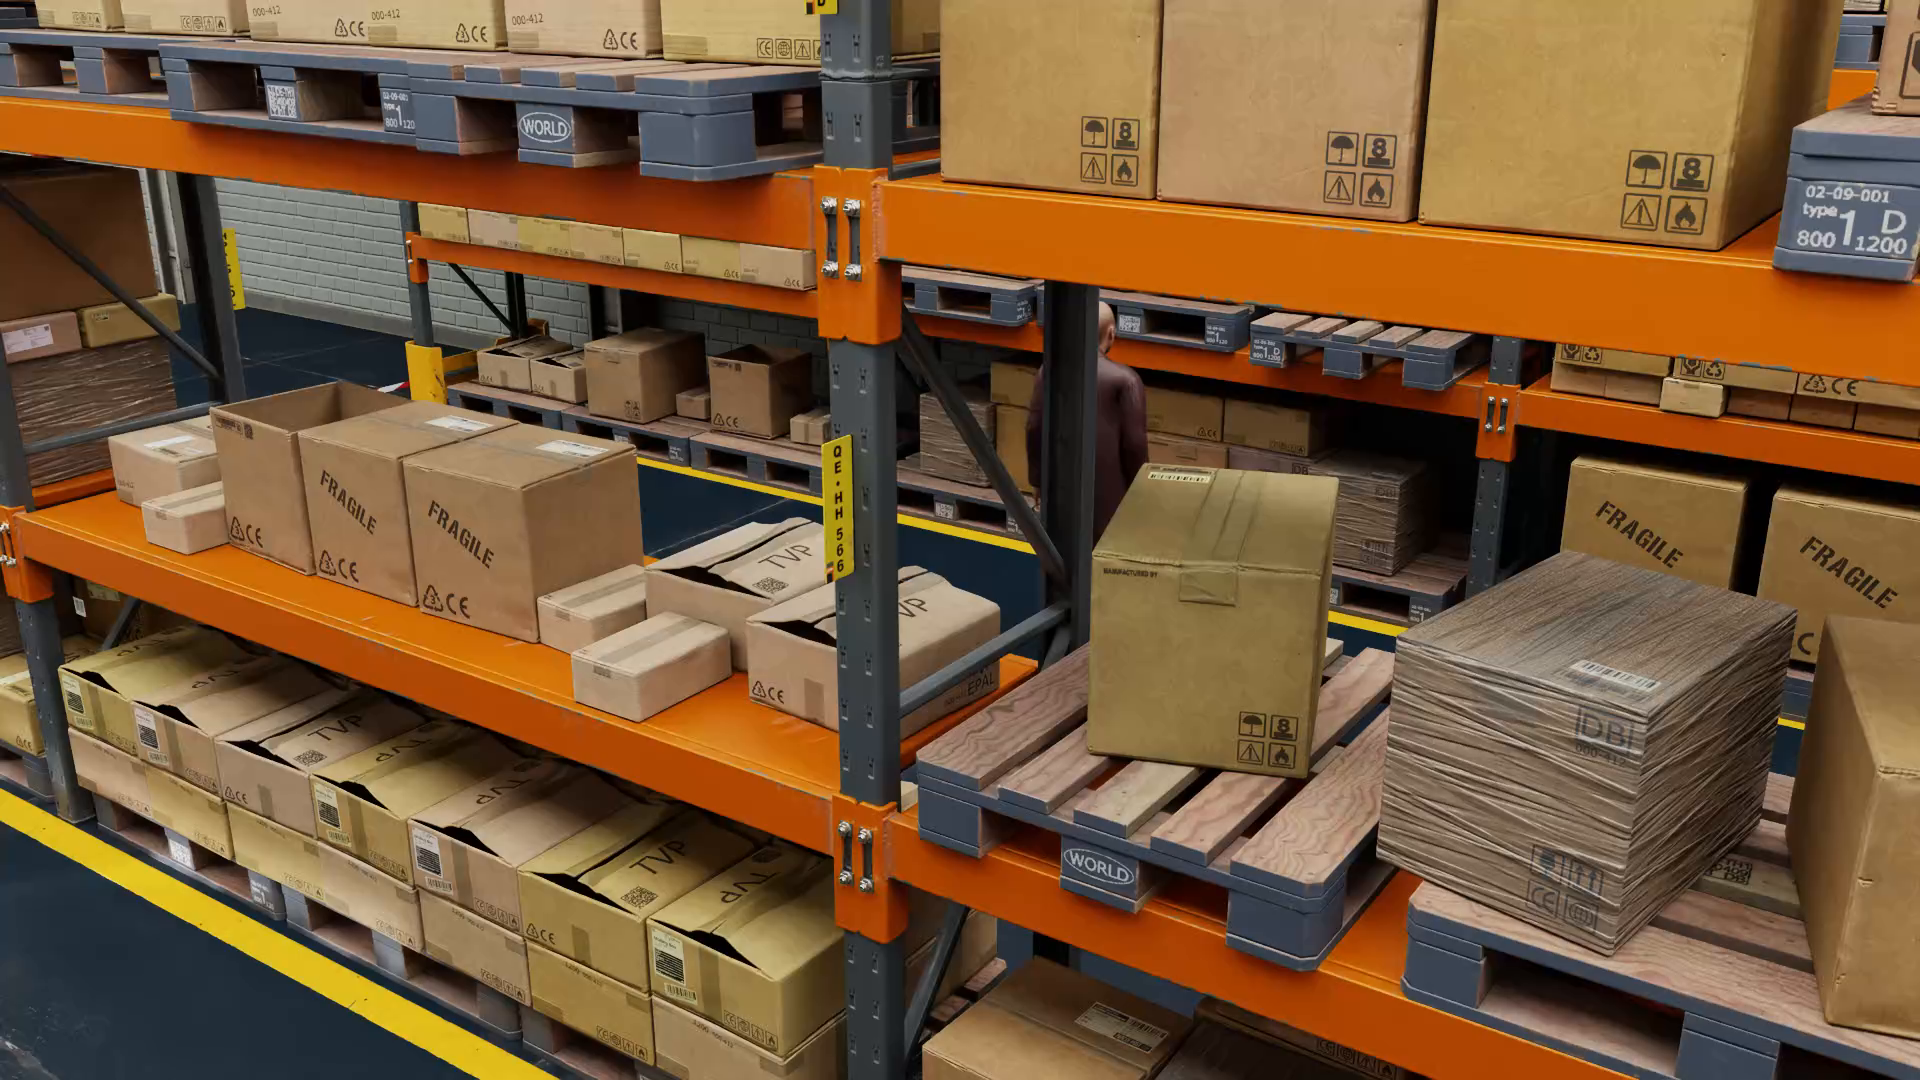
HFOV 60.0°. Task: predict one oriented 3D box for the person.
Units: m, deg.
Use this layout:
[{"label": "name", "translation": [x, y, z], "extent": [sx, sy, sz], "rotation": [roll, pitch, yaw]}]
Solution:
[{"label": "person", "translation": [0.607, -0.221, 7.719], "extent": [0.643, 1.772, 0.429], "rotation": [12, 23, 29]}]
